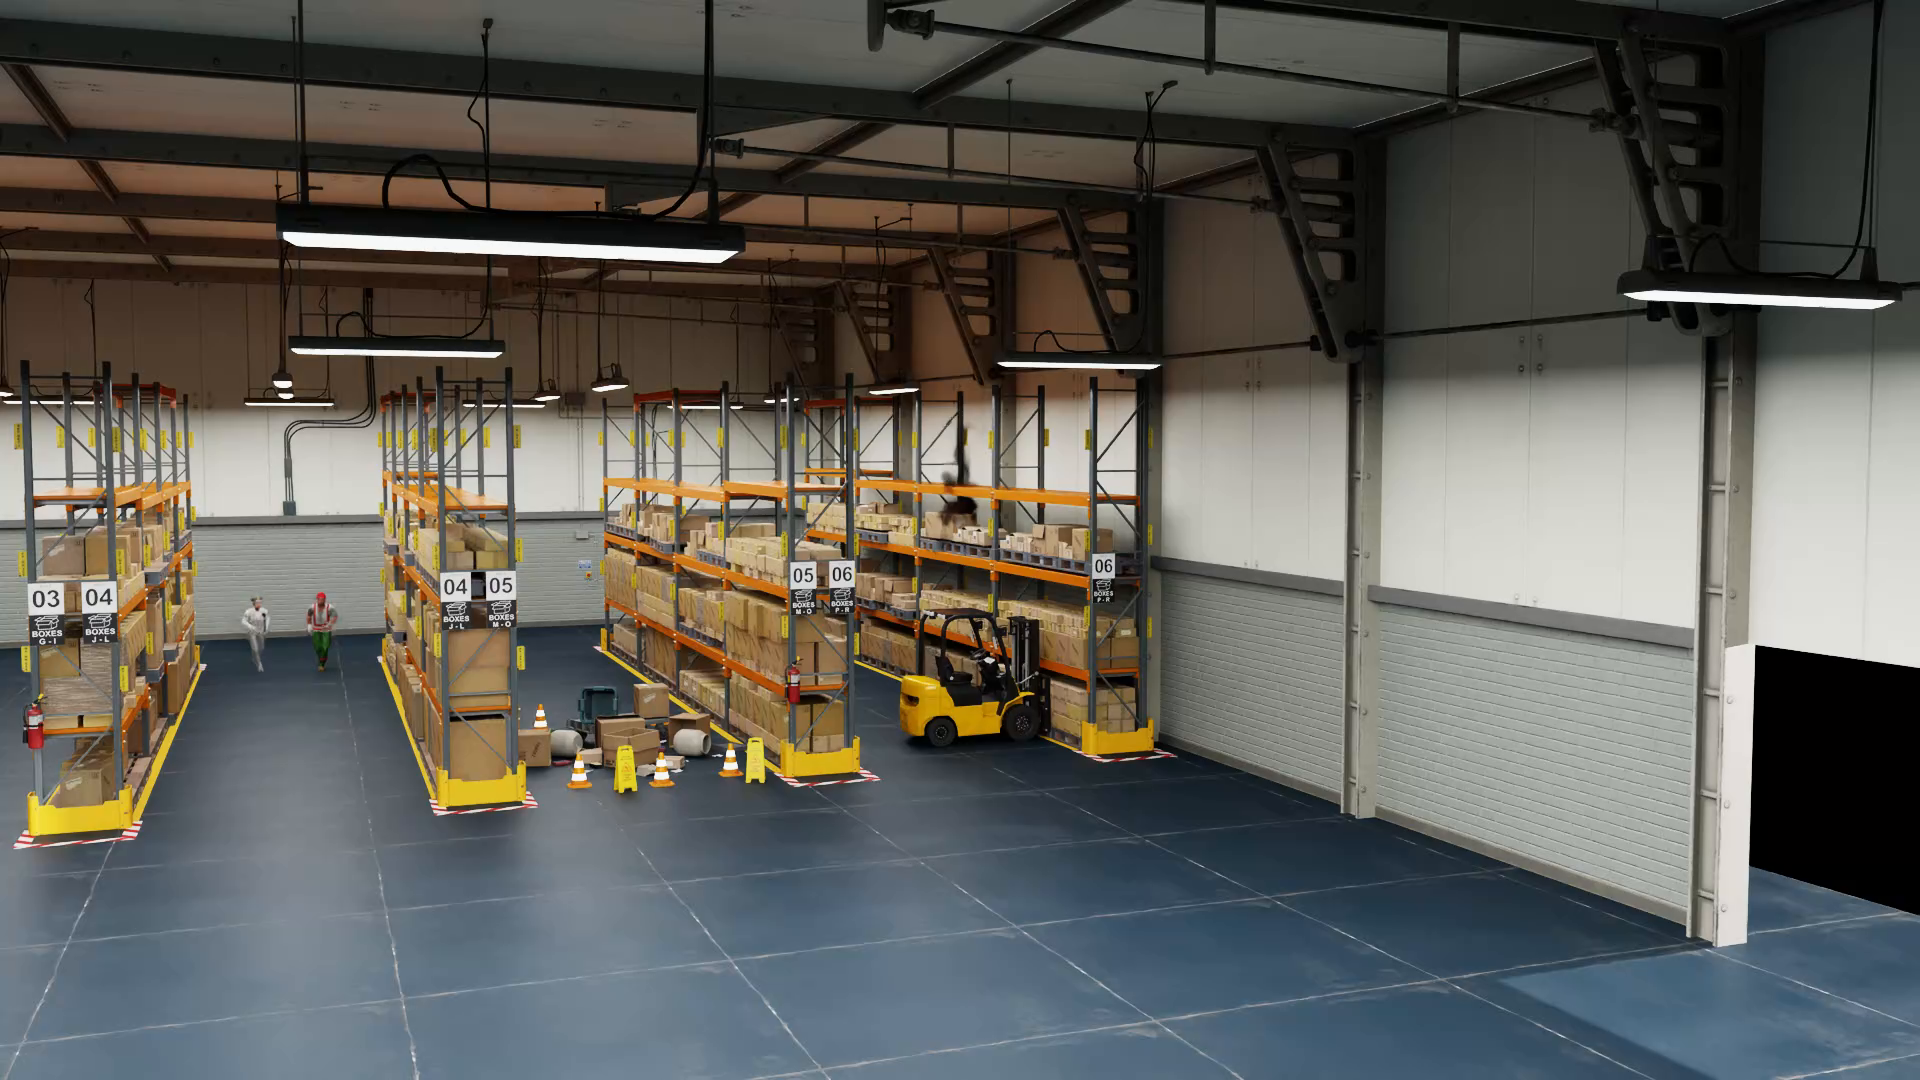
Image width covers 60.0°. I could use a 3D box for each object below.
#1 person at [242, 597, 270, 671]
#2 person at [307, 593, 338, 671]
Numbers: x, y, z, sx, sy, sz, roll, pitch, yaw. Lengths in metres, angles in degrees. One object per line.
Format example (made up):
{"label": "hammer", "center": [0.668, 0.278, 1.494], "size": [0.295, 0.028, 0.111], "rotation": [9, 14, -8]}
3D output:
{"label": "person", "center": [-15.289, 2.029, 36.119], "size": [0.598, 1.640, 0.699], "rotation": [-2, 4, -33]}
{"label": "person", "center": [-13.760, 1.981, 35.882], "size": [0.636, 1.718, 0.659], "rotation": [-1, 4, -18]}
